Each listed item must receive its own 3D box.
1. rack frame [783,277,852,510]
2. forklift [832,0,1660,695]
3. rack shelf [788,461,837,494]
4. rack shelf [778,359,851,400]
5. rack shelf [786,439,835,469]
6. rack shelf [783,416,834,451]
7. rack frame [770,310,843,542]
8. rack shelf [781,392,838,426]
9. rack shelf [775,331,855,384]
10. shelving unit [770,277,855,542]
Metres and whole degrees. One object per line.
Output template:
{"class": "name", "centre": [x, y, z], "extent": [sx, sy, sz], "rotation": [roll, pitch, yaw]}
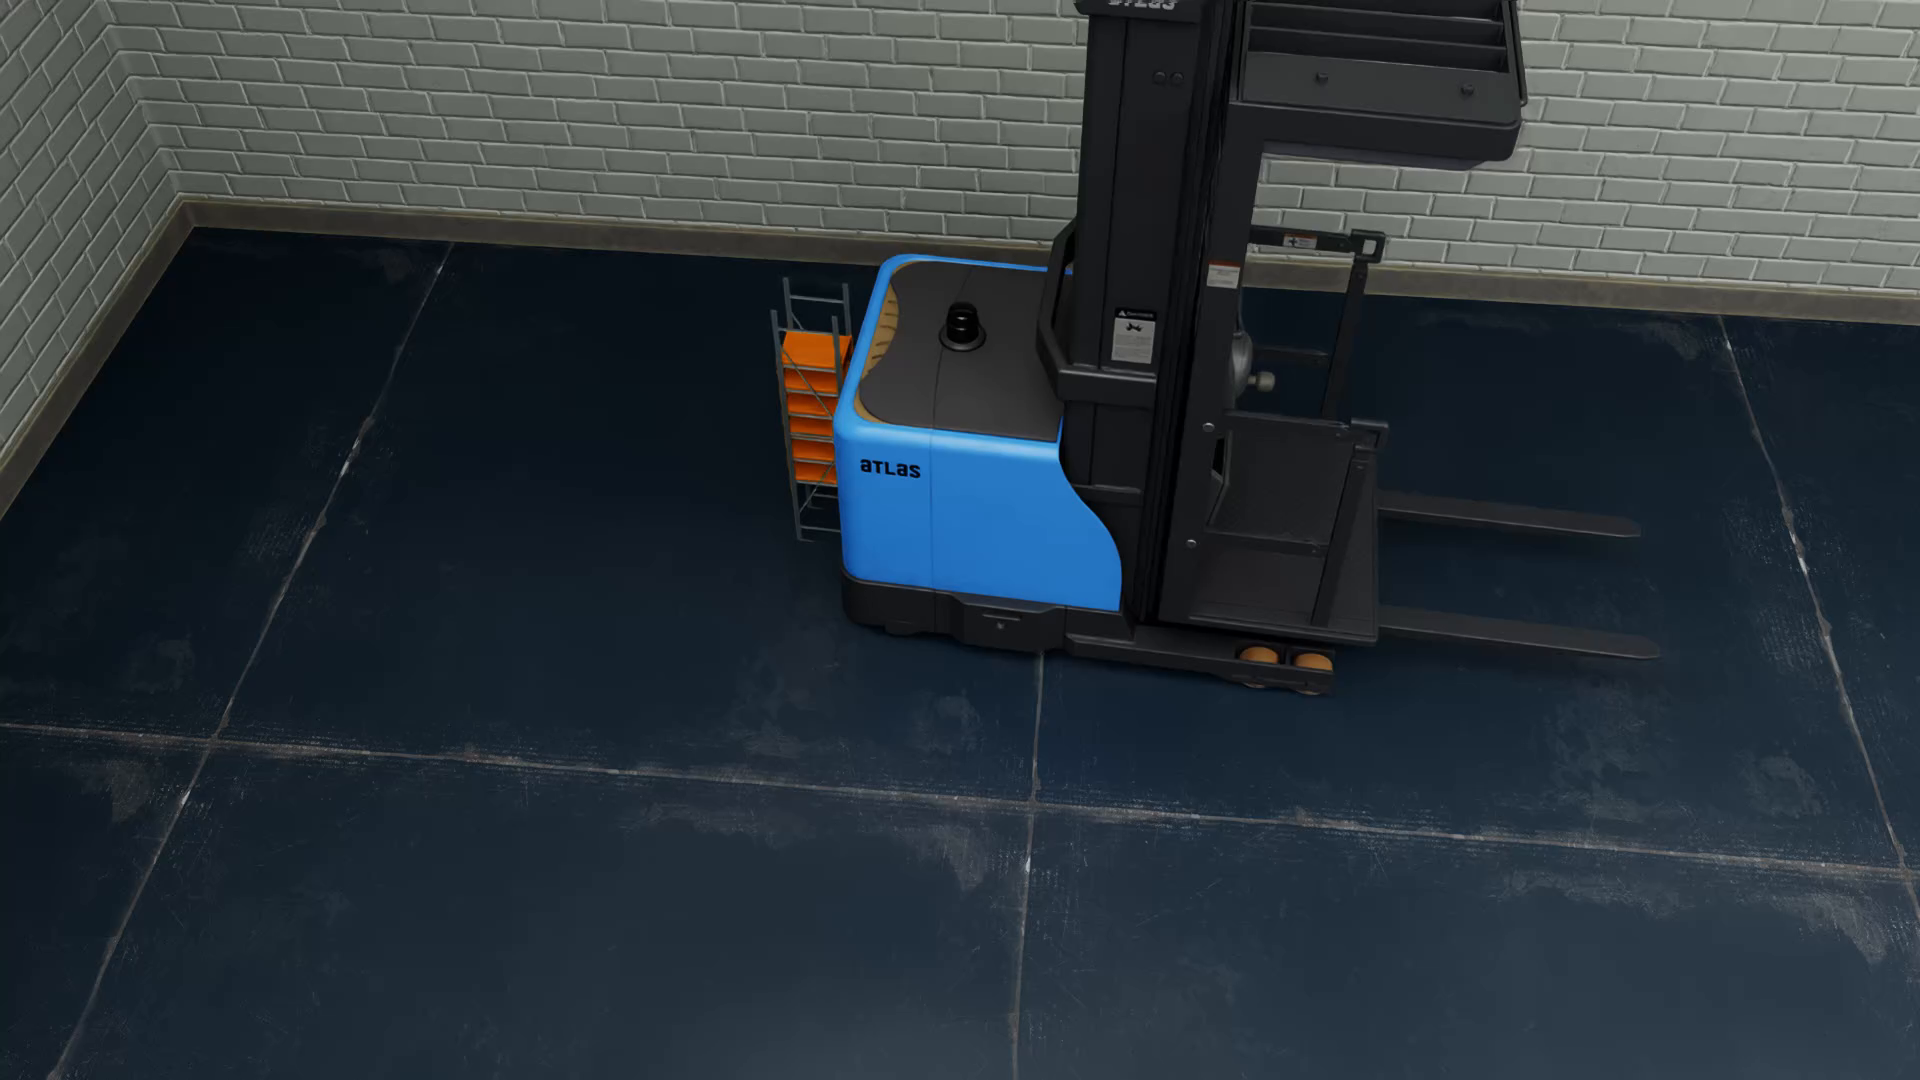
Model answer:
{"class": "rack frame", "centre": [-0.516, -0.526, 6.416], "extent": [0.240, 1.200, 0.006], "rotation": [7, 48, 7]}
{"class": "forklift", "centre": [1.110, -0.836, 5.528], "extent": [3.031, 2.935, 1.130], "rotation": [7, 48, 6]}
{"class": "rack shelf", "centre": [-0.529, -0.267, 6.565], "extent": [0.258, 0.103, 0.180], "rotation": [7, 48, 7]}
{"class": "rack shelf", "centre": [-0.532, -0.591, 6.211], "extent": [0.258, 0.103, 0.180], "rotation": [7, 48, 7]}
{"class": "rack shelf", "centre": [-0.530, -0.348, 6.476], "extent": [0.258, 0.103, 0.180], "rotation": [7, 48, 7]}
{"class": "rack shelf", "centre": [-0.530, -0.429, 6.388], "extent": [0.258, 0.103, 0.180], "rotation": [7, 48, 7]}
{"class": "rack frame", "centre": [-0.545, -0.392, 6.294], "extent": [0.240, 1.200, 0.006], "rotation": [7, 48, 7]}
{"class": "rack shelf", "centre": [-0.531, -0.510, 6.300], "extent": [0.258, 0.103, 0.180], "rotation": [7, 48, 7]}
{"class": "rack shelf", "centre": [-0.533, -0.672, 6.123], "extent": [0.258, 0.103, 0.180], "rotation": [7, 48, 7]}
{"class": "shelving unit", "centre": [-0.531, -0.459, 6.355], "extent": [0.258, 1.200, 0.189], "rotation": [7, 48, 7]}
